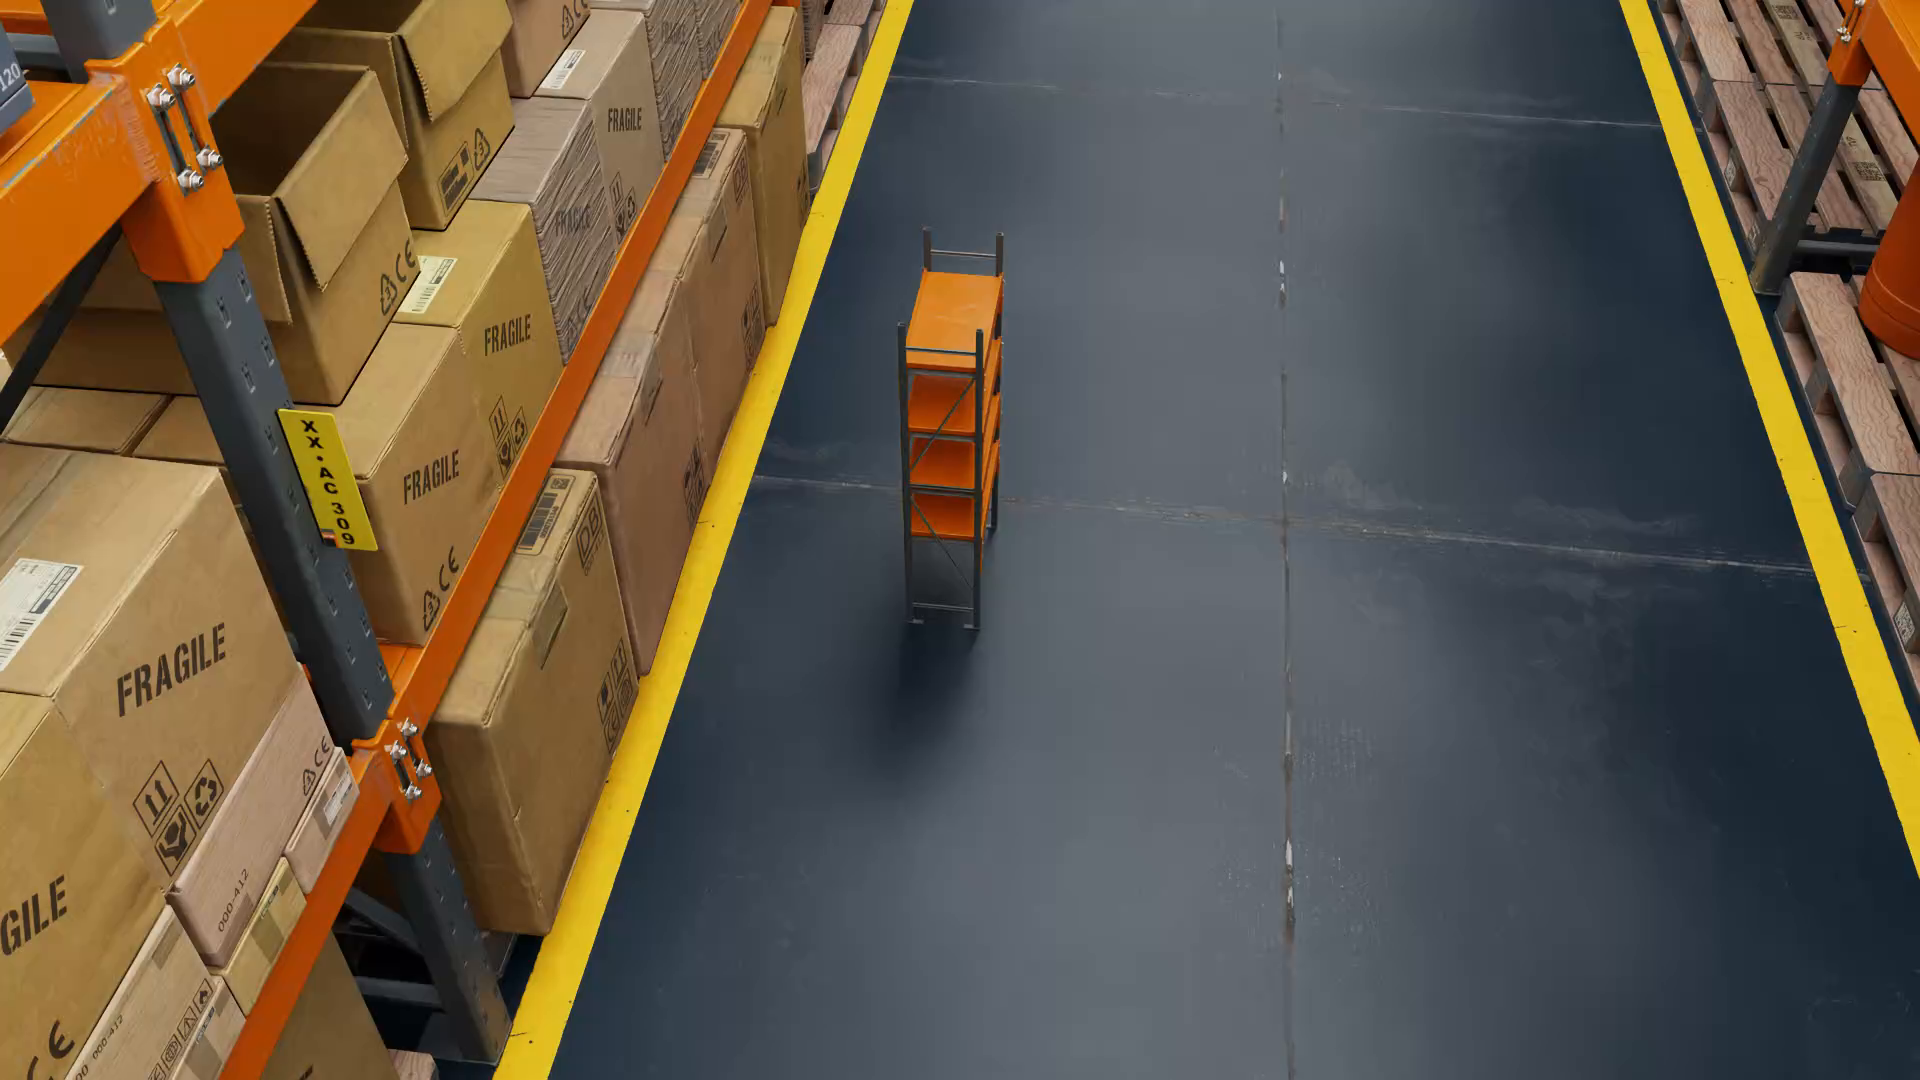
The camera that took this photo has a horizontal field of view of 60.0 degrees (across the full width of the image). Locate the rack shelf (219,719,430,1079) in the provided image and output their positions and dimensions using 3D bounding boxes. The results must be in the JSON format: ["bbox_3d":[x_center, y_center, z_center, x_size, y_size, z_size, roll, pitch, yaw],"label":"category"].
[{"bbox_3d":[-1.948,1.815,2.175,1.077,0.370,4.000,5,44,6],"label":"rack shelf"}]

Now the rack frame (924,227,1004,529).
[{"bbox_3d":[0.010,-0.489,5.394,0.240,1.200,0.015,5,44,6],"label":"rack frame"}]

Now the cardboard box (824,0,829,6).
[{"bbox_3d":[-0.958,-3.012,8.248,0.700,0.500,0.500,9,44,9],"label":"cardboard box"}]

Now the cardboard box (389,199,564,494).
[{"bbox_3d":[-1.310,-0.479,4.002,0.500,0.500,0.500,5,44,6],"label":"cardboard box"}]

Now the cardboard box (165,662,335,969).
[{"bbox_3d":[-1.482,0.462,2.974,0.500,0.250,0.500,4,44,5],"label":"cardboard box"}]

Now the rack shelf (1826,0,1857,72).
[{"bbox_3d":[4.019,-3.187,7.458,1.077,0.370,4.000,5,44,6],"label":"rack shelf"}]

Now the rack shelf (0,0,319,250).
[{"bbox_3d":[-1.420,-2.001,4.023,1.077,0.370,4.000,5,44,6],"label":"rack shelf"}]

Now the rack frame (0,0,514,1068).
[{"bbox_3d":[-1.684,0.190,3.367,1.000,3.000,0.127,5,44,6],"label":"rack frame"}]

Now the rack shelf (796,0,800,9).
[{"bbox_3d":[-0.891,-3.638,7.933,1.077,0.370,4.000,5,44,6],"label":"rack shelf"}]

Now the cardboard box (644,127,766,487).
[{"bbox_3d":[-1.393,-0.841,5.697,1.225,0.875,0.875,5,44,6],"label":"cardboard box"}]

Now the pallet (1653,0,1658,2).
[{"bbox_3d":[4.218,-3.260,9.040,1.003,0.211,1.213,5,44,6],"label":"pallet"}]

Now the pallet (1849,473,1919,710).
[{"bbox_3d":[3.528,0.297,5.283,1.003,0.211,1.213,5,44,6],"label":"pallet"}]

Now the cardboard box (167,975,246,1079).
[{"bbox_3d":[-1.468,0.870,2.833,0.380,0.149,0.250,5,44,5],"label":"cardboard box"}]

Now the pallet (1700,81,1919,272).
[{"bbox_3d":[3.895,-1.597,7.284,1.003,0.211,1.213,5,44,6],"label":"pallet"}]

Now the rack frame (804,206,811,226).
[{"bbox_3d":[-1.155,-2.536,6.246,1.000,3.000,0.127,5,44,6],"label":"rack frame"}]

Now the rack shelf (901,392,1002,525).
[{"bbox_3d":[-0.022,-0.274,5.265,0.258,0.148,0.480,5,44,6],"label":"rack shelf"}]

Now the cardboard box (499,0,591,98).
[{"bbox_3d":[-1.439,-1.538,4.390,0.797,0.503,0.637,7,44,7],"label":"cardboard box"}]

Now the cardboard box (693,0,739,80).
[{"bbox_3d":[-1.047,-1.874,5.475,0.500,0.500,0.500,5,44,5],"label":"cardboard box"}]

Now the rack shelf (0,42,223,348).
[{"bbox_3d":[-1.948,0.725,1.144,1.077,0.370,4.000,5,44,6],"label":"rack shelf"}]

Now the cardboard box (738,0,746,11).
[{"bbox_3d":[-0.975,-2.213,5.833,0.500,0.500,0.500,6,44,7],"label":"cardboard box"}]

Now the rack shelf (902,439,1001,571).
[{"bbox_3d":[-0.022,-0.130,5.401,0.258,0.148,0.480,5,44,6],"label":"rack shelf"}]

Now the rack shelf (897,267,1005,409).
[{"bbox_3d":[-0.022,-0.608,4.948,0.258,0.148,0.480,5,44,6],"label":"rack shelf"}]

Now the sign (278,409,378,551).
[{"bbox_3d":[-1.134,-0.103,2.990,0.100,0.325,0.005,5,44,6],"label":"sign"}]

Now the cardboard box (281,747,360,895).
[{"bbox_3d":[-1.400,0.519,3.203,0.380,0.149,0.250,5,44,6],"label":"cardboard box"}]

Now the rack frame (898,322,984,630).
[{"bbox_3d":[-0.054,-0.157,5.043,0.240,1.200,0.015,5,44,6],"label":"rack frame"}]

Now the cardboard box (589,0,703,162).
[{"bbox_3d":[-1.112,-1.520,5.101,0.500,0.500,0.500,4,44,4],"label":"cardboard box"}]

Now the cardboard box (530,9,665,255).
[{"bbox_3d":[-1.180,-1.173,4.735,0.500,0.500,0.500,6,44,6],"label":"cardboard box"}]

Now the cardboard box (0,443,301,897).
[{"bbox_3d":[-1.480,0.202,2.702,0.500,0.500,0.500,6,44,7],"label":"cardboard box"}]

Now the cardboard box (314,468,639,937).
[{"bbox_3d":[-1.619,0.371,4.416,1.225,0.875,0.875,5,44,6],"label":"cardboard box"}]

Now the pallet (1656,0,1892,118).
[{"bbox_3d":[4.059,-2.426,8.159,1.003,0.211,1.213,5,44,6],"label":"pallet"}]

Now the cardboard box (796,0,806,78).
[{"bbox_3d":[-1.086,-2.246,7.439,0.700,0.500,0.500,3,44,3],"label":"cardboard box"}]

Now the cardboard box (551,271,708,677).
[{"bbox_3d":[-1.502,-0.238,5.059,1.225,0.875,0.875,4,44,4],"label":"cardboard box"}]

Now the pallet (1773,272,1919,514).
[{"bbox_3d":[3.691,-0.532,6.158,1.003,0.211,1.213,5,44,6],"label":"pallet"}]

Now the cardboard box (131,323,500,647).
[{"bbox_3d":[-1.375,-0.137,3.640,0.500,0.500,0.500,5,44,6],"label":"cardboard box"}]

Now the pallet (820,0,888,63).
[{"bbox_3d":[-0.887,-2.885,8.643,1.003,0.211,1.213,5,44,6],"label":"pallet"}]

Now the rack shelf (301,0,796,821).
[{"bbox_3d":[-1.420,-0.911,5.054,1.077,0.370,4.000,5,44,6],"label":"rack shelf"}]

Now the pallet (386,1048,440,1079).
[{"bbox_3d":[-1.862,1.714,3.786,1.003,0.211,1.213,5,44,6],"label":"pallet"}]

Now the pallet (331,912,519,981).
[{"bbox_3d":[-1.657,0.670,4.889,1.003,0.211,1.213,5,44,6],"label":"pallet"}]

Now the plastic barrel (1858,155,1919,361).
[{"bbox_3d":[3.707,-1.115,6.019,0.600,0.830,0.708,5,44,6],"label":"plastic barrel"}]

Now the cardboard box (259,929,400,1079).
[{"bbox_3d":[-1.851,1.252,3.486,0.875,0.875,0.875,5,44,6],"label":"cardboard box"}]

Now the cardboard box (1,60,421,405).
[{"bbox_3d":[-1.608,-0.646,3.449,0.797,0.503,0.637,4,44,4],"label":"cardboard box"}]

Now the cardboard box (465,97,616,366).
[{"bbox_3d":[-1.243,-0.820,4.362,0.500,0.500,0.500,4,44,5],"label":"cardboard box"}]

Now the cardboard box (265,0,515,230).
[{"bbox_3d":[-1.506,-1.113,3.941,0.797,0.503,0.637,6,44,6],"label":"cardboard box"}]

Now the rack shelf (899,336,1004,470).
[{"bbox_3d":[-0.022,-0.436,5.111,0.258,0.148,0.480,5,44,6],"label":"rack shelf"}]

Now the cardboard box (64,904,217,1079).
[{"bbox_3d":[-1.548,0.814,2.601,0.500,0.250,0.500,6,44,7],"label":"cardboard box"}]

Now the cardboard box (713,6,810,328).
[{"bbox_3d":[-1.267,-1.448,6.338,1.225,0.875,0.875,3,44,4],"label":"cardboard box"}]

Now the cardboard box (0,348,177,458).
[{"bbox_3d":[-1.893,-0.190,3.696,0.500,0.500,0.500,5,44,6],"label":"cardboard box"}]

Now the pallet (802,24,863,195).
[{"bbox_3d":[-1.050,-2.056,7.767,1.003,0.211,1.213,5,44,6],"label":"pallet"}]

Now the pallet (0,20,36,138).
[{"bbox_3d":[-1.803,-0.310,1.779,1.003,0.211,1.213,5,44,6],"label":"pallet"}]

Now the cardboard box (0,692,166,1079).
[{"bbox_3d":[-1.550,0.543,2.342,0.500,0.500,0.500,6,44,6],"label":"cardboard box"}]

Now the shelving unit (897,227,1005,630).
[{"bbox_3d":[-0.022,-0.323,5.218,0.258,1.200,0.503,5,44,6],"label":"shelving unit"}]

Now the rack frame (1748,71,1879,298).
[{"bbox_3d":[3.754,-2.086,5.771,1.000,3.000,0.127,5,44,6],"label":"rack frame"}]

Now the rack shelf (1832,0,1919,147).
[{"bbox_3d":[3.490,-0.461,4.579,1.077,0.370,4.000,5,44,6],"label":"rack shelf"}]

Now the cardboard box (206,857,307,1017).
[{"bbox_3d":[-1.433,0.695,3.017,0.380,0.149,0.250,6,44,6],"label":"cardboard box"}]

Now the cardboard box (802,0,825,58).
[{"bbox_3d":[-1.026,-2.625,7.839,0.700,0.500,0.500,2,43,2],"label":"cardboard box"}]
